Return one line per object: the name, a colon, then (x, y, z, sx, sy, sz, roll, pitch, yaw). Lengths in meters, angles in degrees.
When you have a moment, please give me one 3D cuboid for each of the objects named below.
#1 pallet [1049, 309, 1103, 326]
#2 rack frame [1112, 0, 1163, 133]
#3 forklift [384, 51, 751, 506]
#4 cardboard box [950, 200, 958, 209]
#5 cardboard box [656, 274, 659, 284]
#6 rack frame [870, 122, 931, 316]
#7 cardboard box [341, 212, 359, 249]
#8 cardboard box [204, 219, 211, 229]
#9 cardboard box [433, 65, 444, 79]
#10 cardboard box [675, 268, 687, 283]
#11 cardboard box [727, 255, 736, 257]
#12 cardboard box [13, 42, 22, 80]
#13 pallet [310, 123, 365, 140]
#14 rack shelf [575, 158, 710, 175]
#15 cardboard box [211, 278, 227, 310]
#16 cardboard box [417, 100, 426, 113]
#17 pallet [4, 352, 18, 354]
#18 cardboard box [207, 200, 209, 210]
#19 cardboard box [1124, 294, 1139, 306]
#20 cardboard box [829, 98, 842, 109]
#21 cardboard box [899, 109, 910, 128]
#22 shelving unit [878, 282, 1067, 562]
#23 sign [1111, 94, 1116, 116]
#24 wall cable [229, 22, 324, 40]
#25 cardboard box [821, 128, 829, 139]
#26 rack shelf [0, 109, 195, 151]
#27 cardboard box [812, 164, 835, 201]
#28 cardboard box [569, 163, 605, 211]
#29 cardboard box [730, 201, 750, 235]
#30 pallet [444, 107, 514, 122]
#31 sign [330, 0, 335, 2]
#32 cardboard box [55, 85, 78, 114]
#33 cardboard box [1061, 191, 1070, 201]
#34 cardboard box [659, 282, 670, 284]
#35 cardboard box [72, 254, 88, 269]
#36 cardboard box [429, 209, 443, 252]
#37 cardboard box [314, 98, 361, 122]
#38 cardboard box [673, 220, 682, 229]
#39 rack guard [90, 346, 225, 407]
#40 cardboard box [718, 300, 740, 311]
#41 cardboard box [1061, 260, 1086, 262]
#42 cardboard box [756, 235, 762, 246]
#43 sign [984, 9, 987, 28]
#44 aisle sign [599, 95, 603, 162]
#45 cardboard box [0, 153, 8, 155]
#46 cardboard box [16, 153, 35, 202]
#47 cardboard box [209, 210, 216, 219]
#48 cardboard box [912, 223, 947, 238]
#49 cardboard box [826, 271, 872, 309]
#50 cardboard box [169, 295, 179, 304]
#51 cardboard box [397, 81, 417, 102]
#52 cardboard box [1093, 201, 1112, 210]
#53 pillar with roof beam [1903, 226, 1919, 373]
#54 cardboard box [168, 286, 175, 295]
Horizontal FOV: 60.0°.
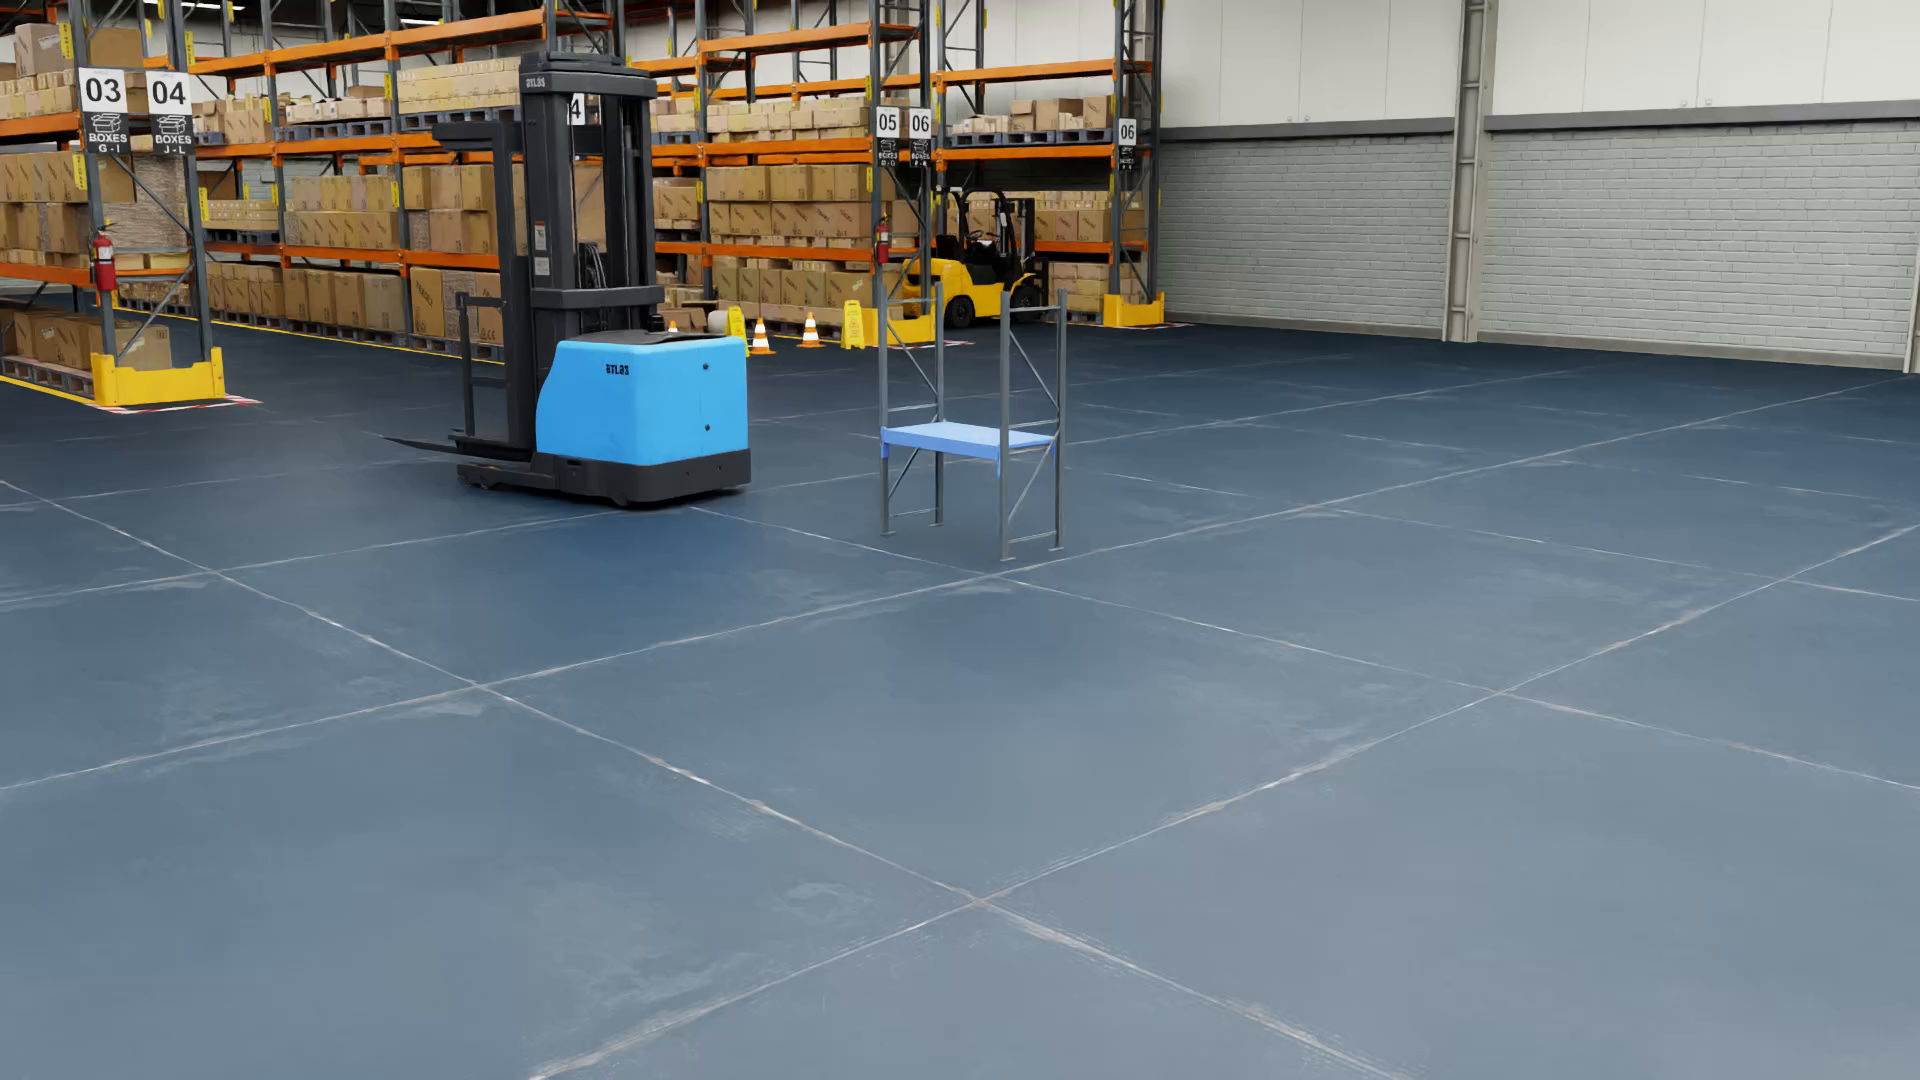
pallet: (2.217, -3.676, 27.231, 1.003, 0.211, 1.213, -11, 16, -43)
rack frame: (2.775, -7.874, 25.831, 1.000, 3.000, 0.127, -11, 16, -43)
forklift: (-2.935, -1.867, 11.709, 3.031, 2.935, 1.130, 8, 14, 35)
cardboard box: (0.043, -5.803, 28.791, 0.380, 0.149, 0.250, -11, 16, -43)
cardboard box: (-4.841, -3.722, 24.861, 0.500, 0.500, 0.500, -11, 16, -43)
rack frame: (-0.812, -4.244, 23.077, 1.000, 3.000, 0.127, -11, 16, -43)
cardboard box: (-8.337, -4.358, 23.385, 0.500, 0.500, 0.500, -11, 16, -42)
cardboard box: (-11.956, -5.101, 26.819, 0.250, 0.149, 0.380, 11, 16, 43)
cardboard box: (-6.374, -5.865, 20.871, 0.380, 0.149, 0.250, -11, 16, -42)
cardboard box: (-5.797, -5.706, 35.794, 0.500, 0.311, 0.500, -10, 15, -41)
cardboard box: (-4.509, -5.715, 33.765, 0.380, 0.149, 0.250, -10, 15, -41)
cardboard box: (-10.247, -5.325, 18.668, 0.500, 0.500, 0.500, 11, 16, 43)
pallet: (-8.590, -5.834, 23.830, 1.003, 0.211, 1.213, -10, 15, -40)
rack shelf: (-6.893, -8.096, 36.124, 1.077, 0.370, 4.000, -11, 16, -43)
cardboard box: (-11.924, -4.050, 27.291, 0.500, 0.500, 0.500, -10, 15, -40)
cardboard box: (-6.728, -5.549, 21.313, 0.380, 0.149, 0.250, -11, 16, -43)
pallet: (-11.281, -2.194, 20.039, 1.003, 0.211, 1.213, -11, 16, -43)
cardboard box: (-11.950, -5.391, 26.754, 0.380, 0.149, 0.250, -11, 16, -43)
cardboard box: (2.577, -3.894, 27.152, 0.500, 0.250, 0.500, -11, 16, -42)
cardboard box: (-1.599, -6.066, 23.136, 0.380, 0.149, 0.250, -11, 16, -43)
cardboard box: (-0.967, -5.896, 23.295, 0.500, 0.250, 0.500, -11, 16, -44)
shelving unit: (0.059, -0.722, 9.700, 0.538, 1.500, 1.048, -11, 16, -43)
sign: (2.373, -6.727, 25.695, 0.100, 0.325, 0.005, -11, 16, -43)
wall cable: (-15.448, -10.413, 38.151, 2.355, 3.000, 0.029, -11, 16, -43)
cardboard box: (-1.742, -5.725, 23.453, 0.380, 0.149, 0.250, -11, 16, -42)
rack shelf: (-9.361, -4.272, 17.560, 1.077, 0.370, 4.000, -11, 16, -43)
cardboard box: (-1.667, -5.047, 23.513, 0.700, 0.500, 0.500, -11, 16, -42)
cardboard box: (-4.551, -4.201, 19.822, 0.875, 0.550, 0.550, -11, 16, -43)
cardboard box: (-3.109, -4.849, 25.030, 0.500, 0.500, 0.500, -11, 16, -43)
pallet: (-5.689, -5.250, 20.746, 1.003, 0.211, 1.213, -11, 16, -43)
sign: (-9.448, -8.258, 24.986, 0.100, 0.325, 0.005, -11, 16, -43)
cardboard box: (-8.496, -4.294, 16.256, 0.500, 0.250, 0.500, -10, 16, -41)
cardboard box: (1.864, -5.584, 26.990, 0.380, 0.149, 0.250, -11, 16, -42)
cardboard box: (-5.438, -4.140, 28.042, 0.950, 0.372, 0.625, -11, 16, -44)
cardboard box: (-8.708, -2.819, 16.781, 0.380, 0.149, 0.250, -11, 16, -43)
cardboard box: (-6.425, -4.067, 21.848, 0.875, 0.550, 0.550, -11, 16, -43)
cardboard box: (-8.806, -6.103, 23.598, 0.500, 0.311, 0.500, -11, 16, -44)
cardboard box: (-4.299, -4.988, 26.270, 0.250, 0.149, 0.380, 11, 16, 43)
rack guard: (-8.032, -1.650, 16.680, 1.175, 0.500, 0.348, -11, 16, -43)
cardboard box: (-3.362, -3.563, 25.545, 0.500, 0.250, 0.500, 11, 16, 43)
cardboard box: (1.895, -4.528, 27.752, 0.500, 0.250, 0.500, -11, 16, -43)
cardboard box: (-2.819, -4.474, 24.817, 0.380, 0.149, 0.250, -11, 16, -43)
sign: (0.431, -9.067, 28.912, 0.100, 0.325, 0.005, -11, 16, -43)
aisle sign: (-4.057, -4.844, 19.547, 0.394, 0.787, 0.004, -11, 16, -43)
cardboard box: (-11.189, -4.082, 19.762, 1.000, 1.000, 1.000, -11, 16, -42)
cardboard box: (-9.570, -3.813, 17.521, 0.500, 0.500, 0.500, -11, 16, -43)
cardboard box: (-11.760, -5.207, 26.594, 0.380, 0.149, 0.250, -11, 16, -43)
cardboard box: (-0.524, -5.483, 29.465, 0.500, 0.250, 0.500, -10, 16, -41)
cardboard box: (-1.554, -3.551, 23.627, 0.500, 0.500, 0.500, -11, 16, -42)
cardboard box: (-13.475, -4.189, 28.834, 0.250, 0.149, 0.380, 11, 16, 43)
cardboard box: (-6.950, -5.809, 21.585, 0.500, 0.250, 0.500, -11, 16, -42)
cardboard box: (2.333, -5.314, 26.417, 0.380, 0.149, 0.250, -11, 16, -42)
pillar with roof beam: (8.120, -5.750, 15.522, 9.100, 9.000, 0.400, -11, 16, -43)
cardboard box: (-13.451, -4.322, 28.742, 0.250, 0.149, 0.380, 11, 16, 43)
